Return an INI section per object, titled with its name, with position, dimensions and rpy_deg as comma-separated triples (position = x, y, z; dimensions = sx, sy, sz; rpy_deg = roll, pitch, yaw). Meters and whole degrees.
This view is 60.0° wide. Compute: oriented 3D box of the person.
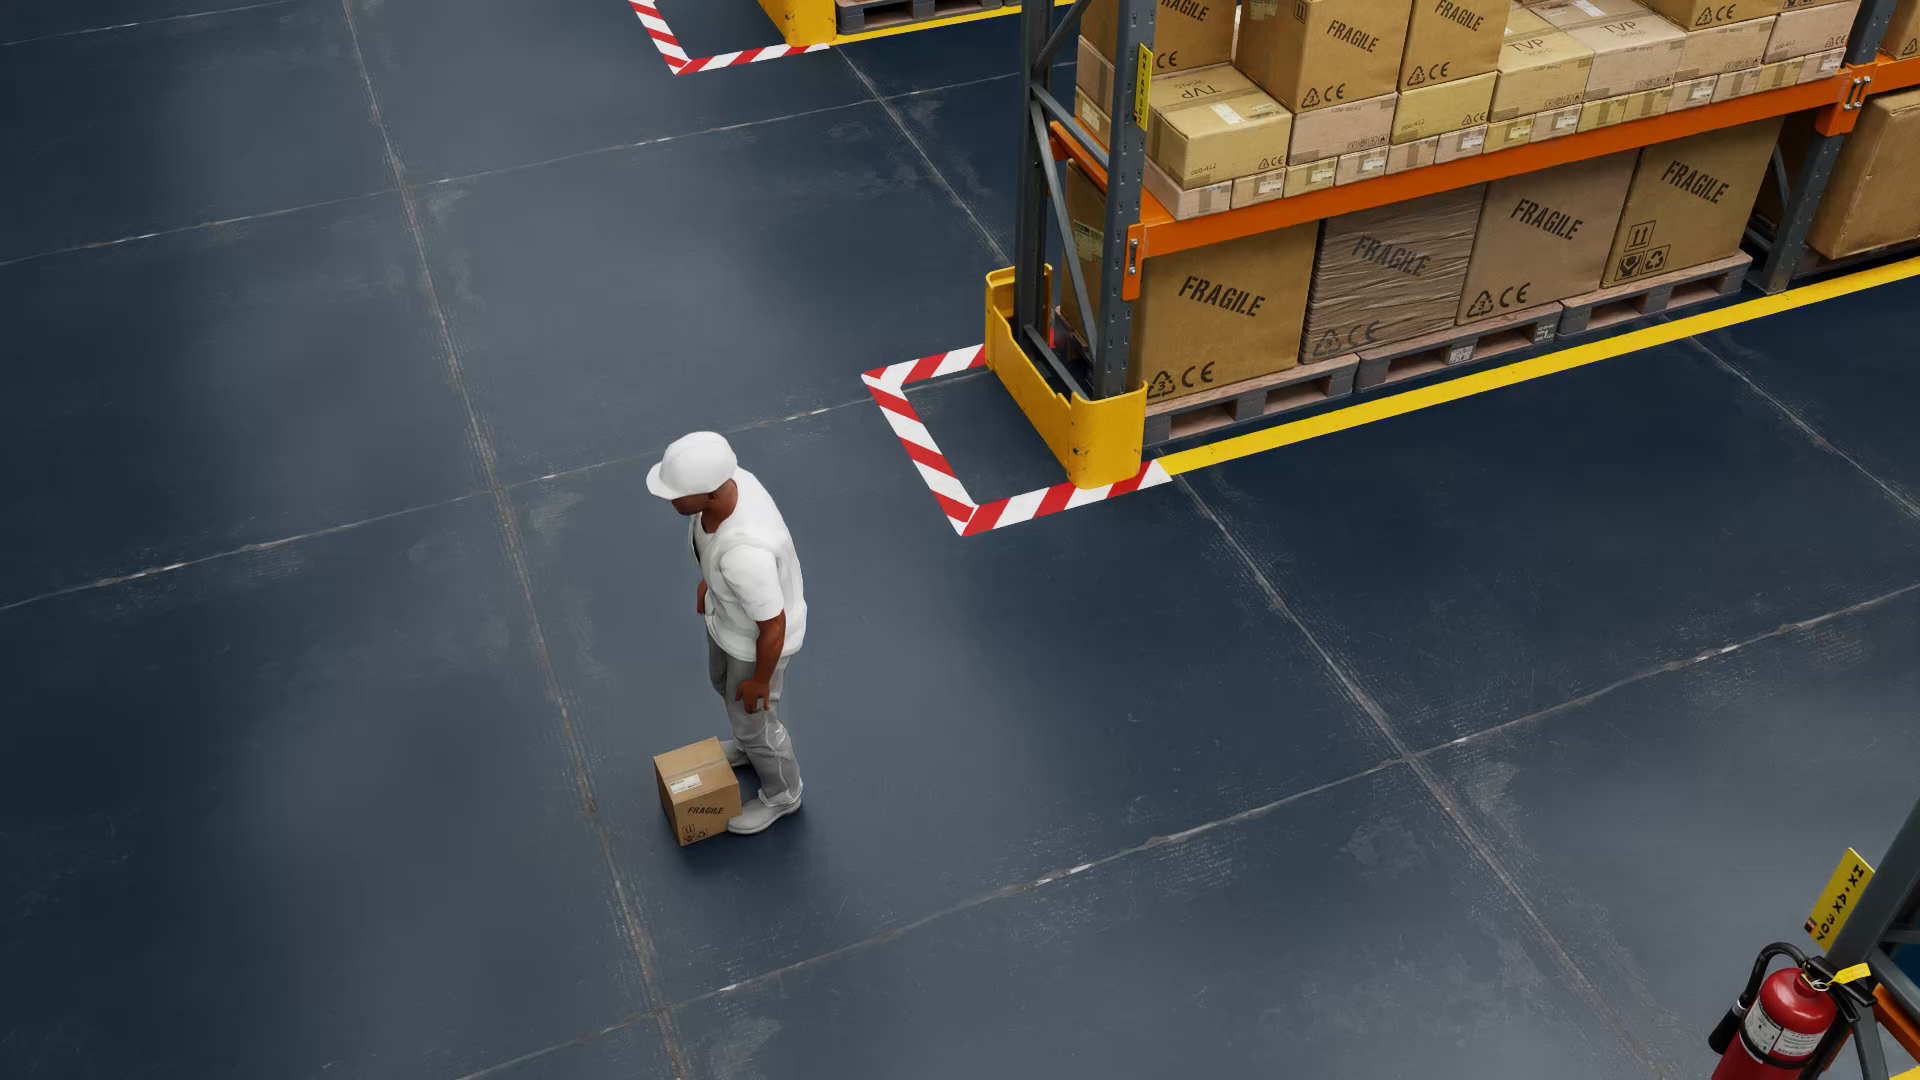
[person]
position = -0.778, 0.308, 5.797
dimensions = 0.461, 1.761, 0.623
rpy_deg = -16, 44, -17
